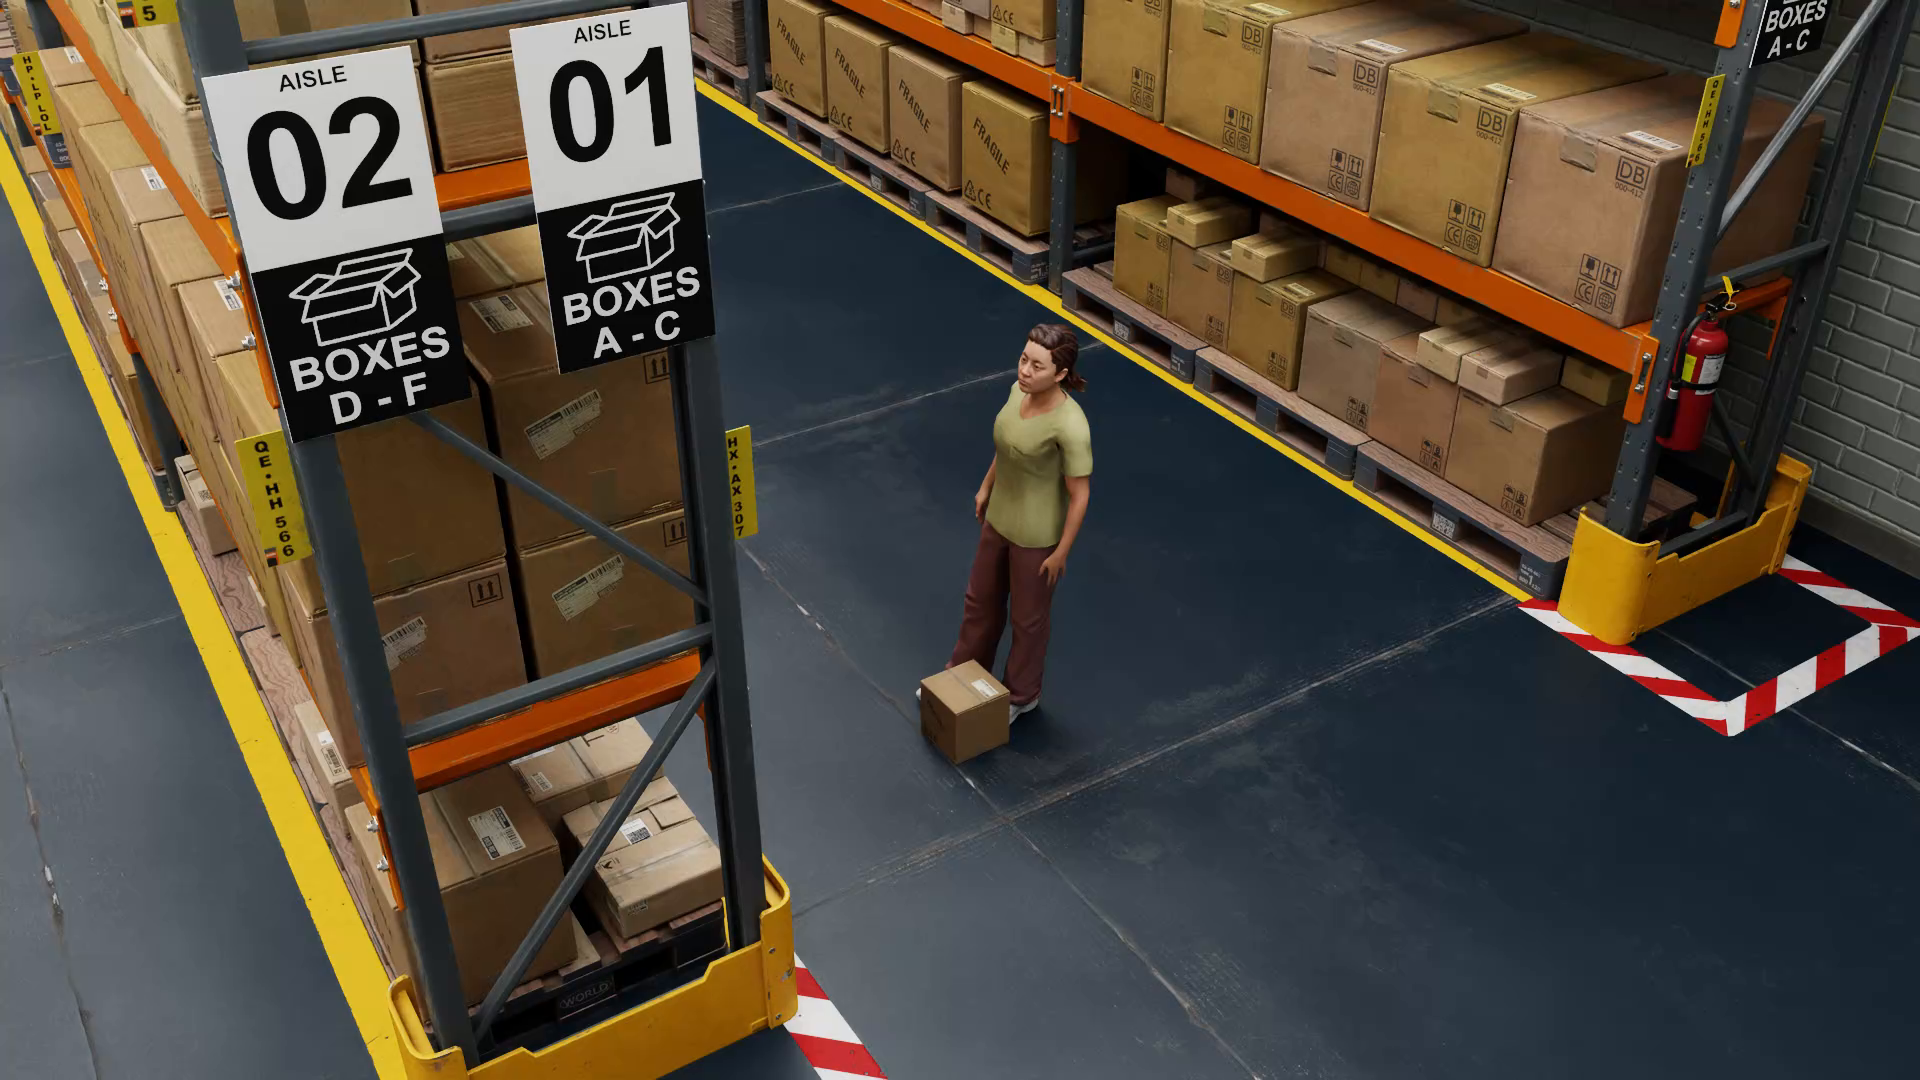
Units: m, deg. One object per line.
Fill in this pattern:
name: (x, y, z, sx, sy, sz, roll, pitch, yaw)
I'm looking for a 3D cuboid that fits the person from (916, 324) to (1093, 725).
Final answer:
person: (0.184, -0.022, 6.156, 0.549, 1.675, 0.553, -19, 37, -27)
